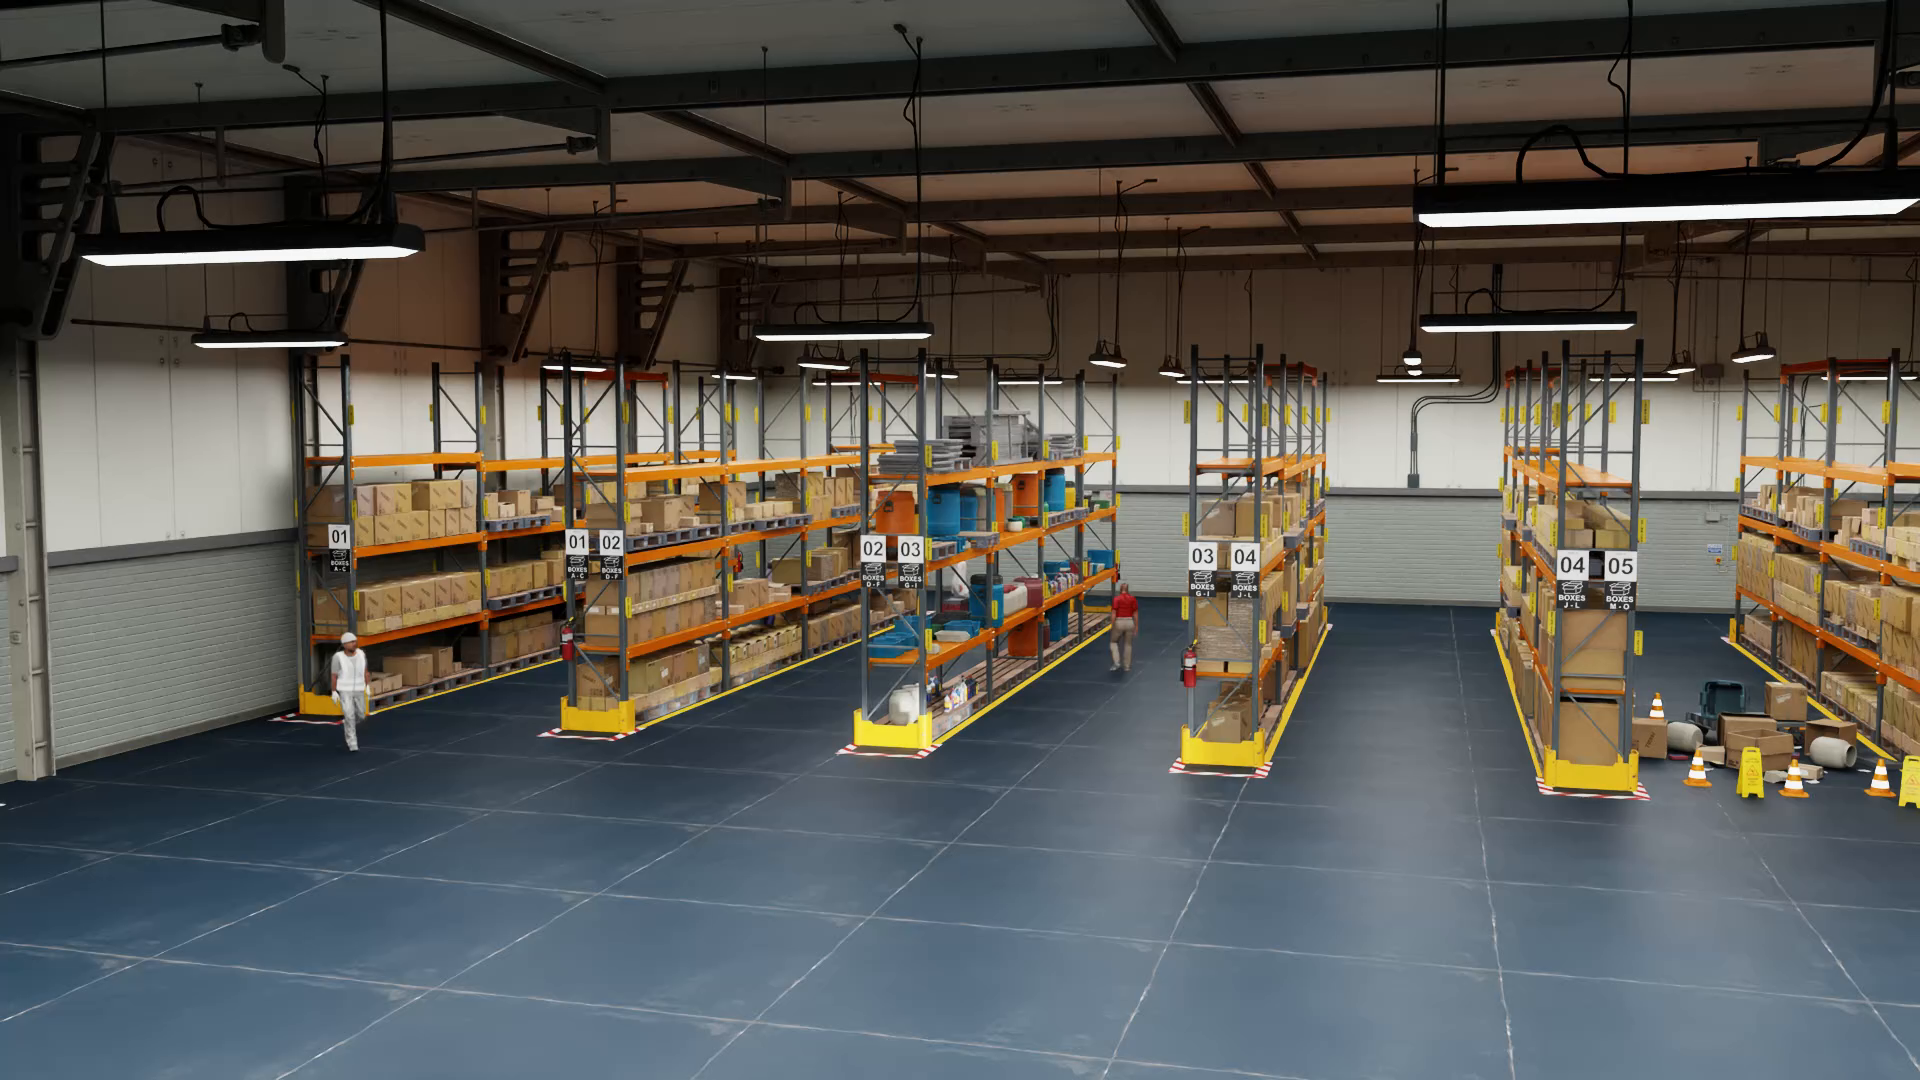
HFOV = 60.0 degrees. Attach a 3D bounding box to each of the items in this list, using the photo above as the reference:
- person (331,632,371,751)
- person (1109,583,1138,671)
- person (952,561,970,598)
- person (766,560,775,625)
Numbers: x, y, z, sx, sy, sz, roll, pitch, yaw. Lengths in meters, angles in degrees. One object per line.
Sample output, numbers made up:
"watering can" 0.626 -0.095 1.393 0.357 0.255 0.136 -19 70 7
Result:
"person" -9.135 2.243 24.905 0.577 1.755 0.876 -3 5 -37
"person" 3.202 1.717 32.578 0.575 1.768 0.378 -1 4 -11
"person" -0.005 1.113 40.153 0.492 1.822 0.654 -1 4 -13
"person" -4.404 1.298 38.515 0.523 1.646 0.490 4 6 42
